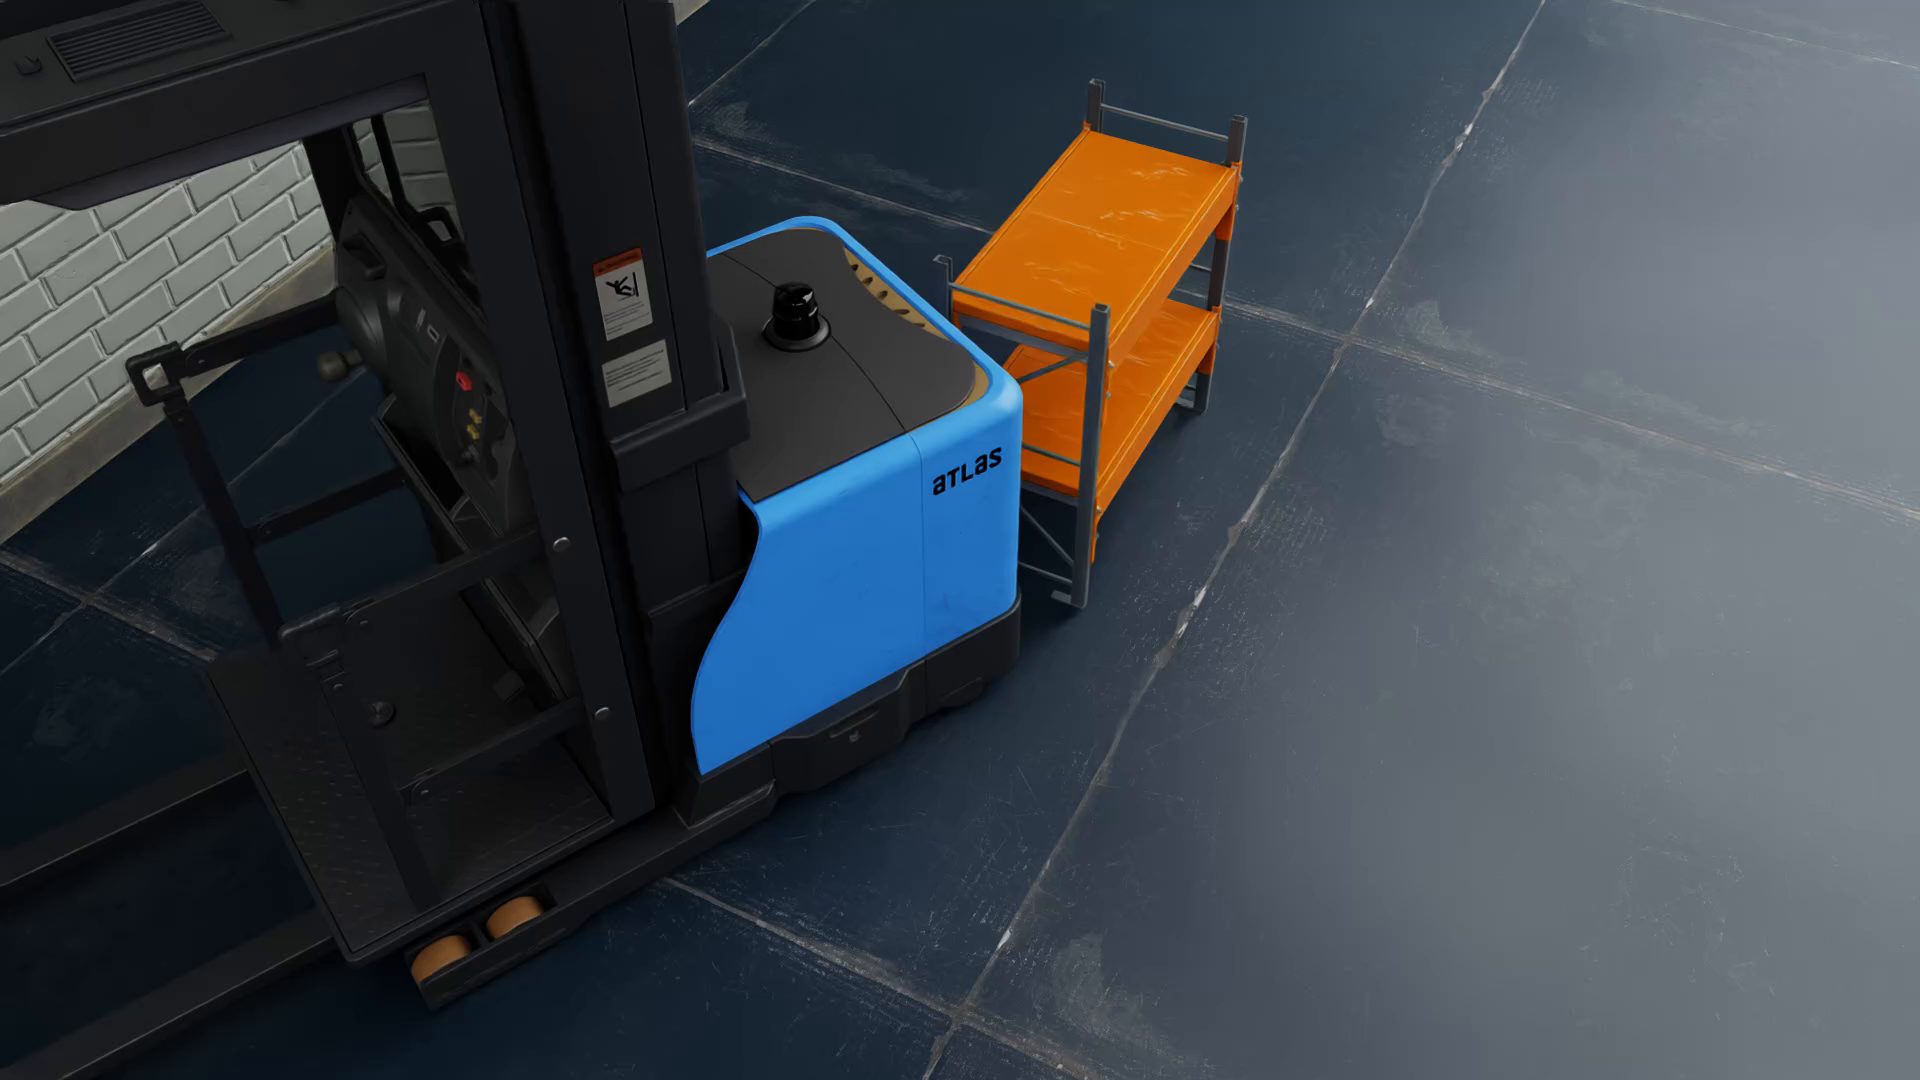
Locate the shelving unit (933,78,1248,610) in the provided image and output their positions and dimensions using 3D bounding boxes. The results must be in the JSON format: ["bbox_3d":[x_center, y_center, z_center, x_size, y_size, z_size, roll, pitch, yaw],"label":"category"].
[{"bbox_3d":[0.389,-0.596,5.049,0.538,1.125,1.048,20,49,19],"label":"shelving unit"}]

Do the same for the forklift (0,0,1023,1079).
[{"bbox_3d":[-1.322,-0.321,3.507,3.031,2.935,1.130,-27,51,-24],"label":"forklift"}]

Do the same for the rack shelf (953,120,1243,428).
[{"bbox_3d":[0.389,-0.802,4.840,0.538,0.278,1.000,20,49,19],"label":"rack shelf"}]

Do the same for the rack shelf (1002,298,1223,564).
[{"bbox_3d":[0.389,-0.425,5.223,0.538,0.278,1.000,20,49,19],"label":"rack shelf"}]

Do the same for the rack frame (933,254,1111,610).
[{"bbox_3d":[0.158,-0.274,4.730,0.500,1.125,0.032,20,49,19],"label":"rack frame"}]

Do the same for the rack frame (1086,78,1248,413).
[{"bbox_3d":[0.619,-0.919,5.367,0.500,1.125,0.032,20,49,19],"label":"rack frame"}]
